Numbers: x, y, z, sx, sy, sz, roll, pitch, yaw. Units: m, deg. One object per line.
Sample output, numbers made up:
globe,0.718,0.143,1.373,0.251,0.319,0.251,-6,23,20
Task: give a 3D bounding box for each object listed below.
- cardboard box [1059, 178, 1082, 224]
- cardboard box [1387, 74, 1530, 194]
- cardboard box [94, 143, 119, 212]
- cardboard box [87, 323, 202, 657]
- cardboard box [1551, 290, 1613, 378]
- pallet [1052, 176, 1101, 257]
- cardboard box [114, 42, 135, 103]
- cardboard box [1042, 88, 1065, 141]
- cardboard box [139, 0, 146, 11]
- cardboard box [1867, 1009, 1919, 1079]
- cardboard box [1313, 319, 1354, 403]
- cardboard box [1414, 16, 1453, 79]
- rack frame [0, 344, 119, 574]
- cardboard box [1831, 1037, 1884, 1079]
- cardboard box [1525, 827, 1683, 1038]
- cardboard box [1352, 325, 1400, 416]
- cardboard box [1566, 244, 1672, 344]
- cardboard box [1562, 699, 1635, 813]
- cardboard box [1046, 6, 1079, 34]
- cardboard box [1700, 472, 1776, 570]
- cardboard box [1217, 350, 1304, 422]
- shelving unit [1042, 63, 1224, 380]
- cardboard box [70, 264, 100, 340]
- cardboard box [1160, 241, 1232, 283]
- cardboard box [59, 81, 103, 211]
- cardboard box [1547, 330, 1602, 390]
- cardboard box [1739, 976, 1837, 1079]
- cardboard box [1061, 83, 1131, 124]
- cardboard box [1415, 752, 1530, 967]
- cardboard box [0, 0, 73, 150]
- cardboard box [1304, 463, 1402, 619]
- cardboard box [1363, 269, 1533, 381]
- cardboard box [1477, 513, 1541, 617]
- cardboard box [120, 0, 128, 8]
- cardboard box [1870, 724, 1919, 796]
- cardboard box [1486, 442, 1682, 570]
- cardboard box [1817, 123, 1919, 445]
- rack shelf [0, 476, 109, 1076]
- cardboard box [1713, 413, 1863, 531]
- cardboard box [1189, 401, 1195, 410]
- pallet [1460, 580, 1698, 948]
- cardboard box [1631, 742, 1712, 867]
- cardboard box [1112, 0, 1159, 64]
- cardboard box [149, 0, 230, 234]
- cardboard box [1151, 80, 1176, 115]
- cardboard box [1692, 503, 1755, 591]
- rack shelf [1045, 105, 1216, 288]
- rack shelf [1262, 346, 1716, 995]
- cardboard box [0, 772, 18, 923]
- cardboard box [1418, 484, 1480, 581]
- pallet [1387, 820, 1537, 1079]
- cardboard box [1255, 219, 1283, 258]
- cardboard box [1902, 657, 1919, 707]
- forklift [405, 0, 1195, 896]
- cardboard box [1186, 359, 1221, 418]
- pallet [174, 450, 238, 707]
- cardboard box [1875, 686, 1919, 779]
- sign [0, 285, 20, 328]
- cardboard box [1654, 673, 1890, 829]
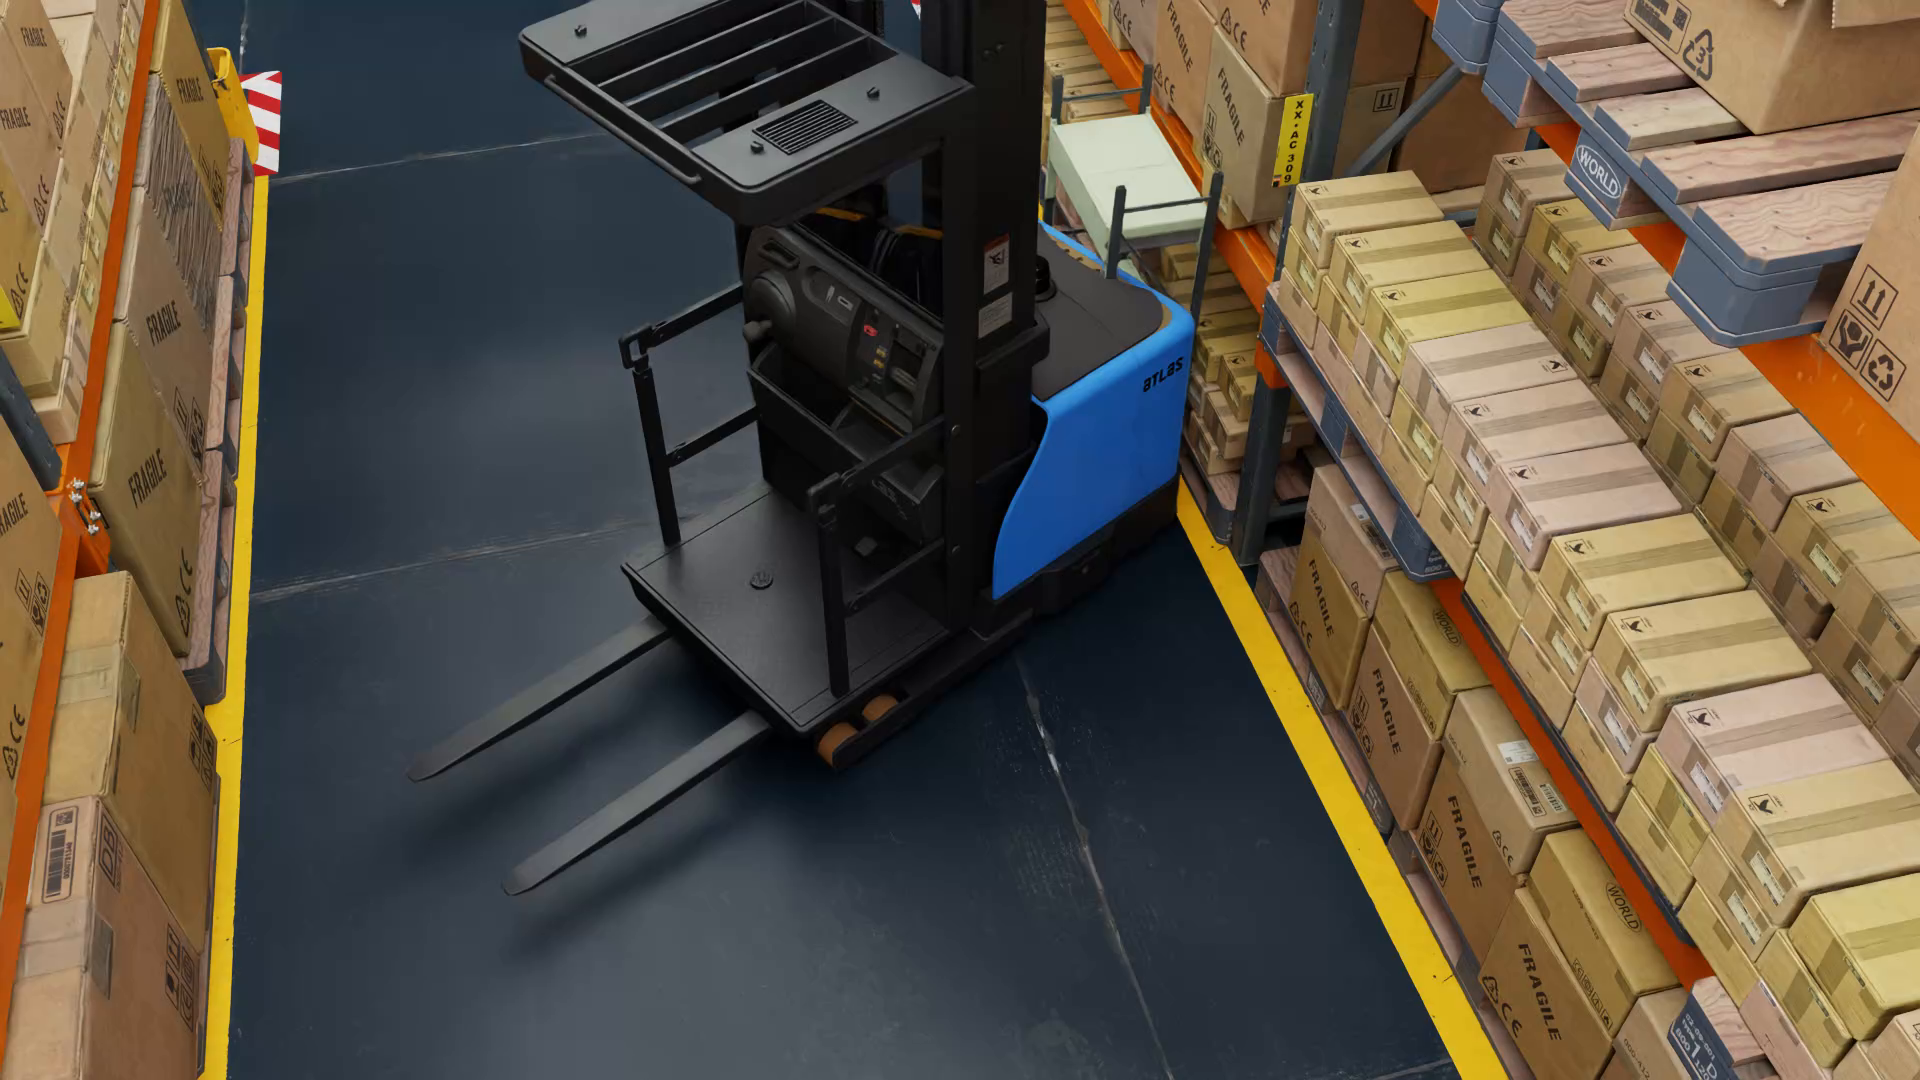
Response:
cardboard box,0.696,-1.681,7.999,0.380,0.149,0.250,-13,47,-12
cardboard box,1.699,-1.596,5.936,0.500,0.500,0.500,-11,47,-11
cardboard box,-3.324,-1.304,6.104,0.380,0.149,0.250,-10,46,-10
cardboard box,-3.330,-0.106,5.947,0.875,0.875,0.875,-11,47,-10
cardboard box,2.005,-0.640,4.951,0.380,0.149,0.250,-9,46,-9
pallet,1.061,-1.394,7.969,1.003,0.211,1.213,-11,47,-10
cardboard box,-3.523,-1.836,6.625,0.380,0.149,0.250,-11,47,-10
cardboard box,0.569,-2.126,8.227,0.380,0.149,0.250,-9,46,-9
cardboard box,-3.721,-2.367,7.145,0.380,0.149,0.250,-11,47,-10
cardboard box,1.976,0.997,3.138,0.380,0.149,0.250,-11,47,-11
cardboard box,1.315,-0.582,5.102,0.380,0.149,0.250,-10,46,-10
cardboard box,1.703,-1.914,5.547,0.500,0.500,0.500,-10,46,-9
rack frame,-3.238,-0.232,4.877,1.000,3.000,0.127,-11,47,-10
cardboard box,1.970,1.087,3.258,0.380,0.149,0.250,-9,46,-9
cardboard box,1.923,1.033,4.568,0.500,0.250,0.500,-10,46,-9
cardboard box,1.374,-0.520,4.833,0.380,0.149,0.250,-10,46,-9
cardboard box,2.008,-0.731,4.831,0.380,0.149,0.250,-12,47,-12
cardboard box,1.713,0.490,4.051,0.380,0.149,0.250,-9,46,-9
cardboard box,0.551,-2.596,8.479,0.380,0.149,0.250,-10,46,-10
cardboard box,2.216,-0.084,4.406,0.380,0.149,0.250,-11,47,-10
cardboard box,1.240,-0.625,6.547,0.380,0.149,0.250,-9,46,-9
shelving unit,0.629,-1.029,6.690,0.431,1.500,0.755,-10,49,-11
cardboard box,-3.127,-0.772,5.583,0.380,0.149,0.250,-9,46,-9
cardboard box,1.075,-1.158,7.070,0.380,0.149,0.250,-9,46,-9
cardboard box,-3.366,-1.357,5.876,0.500,0.250,0.500,-10,46,-9
cardboard box,2.005,-0.539,5.059,0.380,0.149,0.250,-11,47,-10
cardboard box,1.908,1.028,3.525,0.380,0.149,0.250,-10,46,-10
cardboard box,0.697,-2.049,7.944,0.380,0.149,0.250,-9,46,-9
cardboard box,1.800,0.942,5.183,0.500,0.500,0.500,-10,46,-10
cardboard box,-3.370,-1.623,5.612,0.500,0.500,0.500,-12,47,-12
cardboard box,1.516,-0.045,5.625,0.500,0.250,0.500,-13,47,-12
cardboard box,1.379,-0.612,4.714,0.380,0.149,0.250,-10,46,-10
cardboard box,1.580,0.029,4.295,0.380,0.149,0.250,-11,47,-11
cardboard box,-3.752,-2.409,6.907,0.500,0.250,0.500,-11,47,-11
cardboard box,2.408,0.547,3.996,0.380,0.149,0.250,-9,46,-9
cardboard box,1.571,-0.088,4.201,0.380,0.149,0.250,-9,46,-9
cardboard box,1.950,-0.429,2.900,0.500,0.500,0.500,-11,47,-10
rack shelf,-2.726,1.401,3.781,1.077,0.370,4.000,-11,47,-10
cardboard box,2.207,-0.195,4.306,0.380,0.149,0.250,-13,47,-12
cardboard box,1.167,-0.621,6.961,0.380,0.149,0.250,-10,46,-9
pallet,2.060,0.400,4.392,1.003,0.211,1.213,-11,47,-10
cardboard box,1.775,0.561,3.773,0.380,0.149,0.250,-11,47,-11
cardboard box,0.928,-2.193,6.521,0.500,0.500,0.500,-11,47,-11
cardboard box,-4.021,-1.970,7.774,0.875,0.875,0.875,-11,47,-10
cardboard box,0.961,-1.854,6.642,0.380,0.149,0.250,-13,47,-12
cardboard box,2.212,0.009,4.523,0.380,0.149,0.250,-9,46,-9
rack shelf,0.640,-1.293,6.403,0.431,0.370,0.720,-10,49,-11
rack shelf,2.095,0.563,4.601,1.077,0.370,4.000,-11,47,-10
cardboard box,-2.594,0.708,3.886,0.500,0.500,0.500,-11,47,-11
cardboard box,1.504,-0.059,4.590,0.380,0.149,0.250,-13,47,-12
pallet,2.099,1.288,5.340,1.003,0.211,1.213,-11,47,-10
cardboard box,1.283,-1.136,5.939,0.380,0.149,0.250,-11,47,-11
cardboard box,2.407,0.346,3.776,0.380,0.149,0.250,-9,46,-8
forklift,-0.551,-0.636,5.321,3.031,2.935,1.130,-33,54,-28
cardboard box,1.113,-0.666,6.797,0.380,0.149,0.250,-13,47,-12
pallet,-3.357,0.205,6.402,1.003,0.211,1.213,-11,47,-10
cardboard box,2.406,0.442,3.890,0.380,0.149,0.250,-11,47,-10
sign,-2.716,-0.716,4.596,0.100,0.325,0.005,-11,47,-10
cardboard box,1.781,0.465,3.660,0.380,0.149,0.250,-11,47,-10
